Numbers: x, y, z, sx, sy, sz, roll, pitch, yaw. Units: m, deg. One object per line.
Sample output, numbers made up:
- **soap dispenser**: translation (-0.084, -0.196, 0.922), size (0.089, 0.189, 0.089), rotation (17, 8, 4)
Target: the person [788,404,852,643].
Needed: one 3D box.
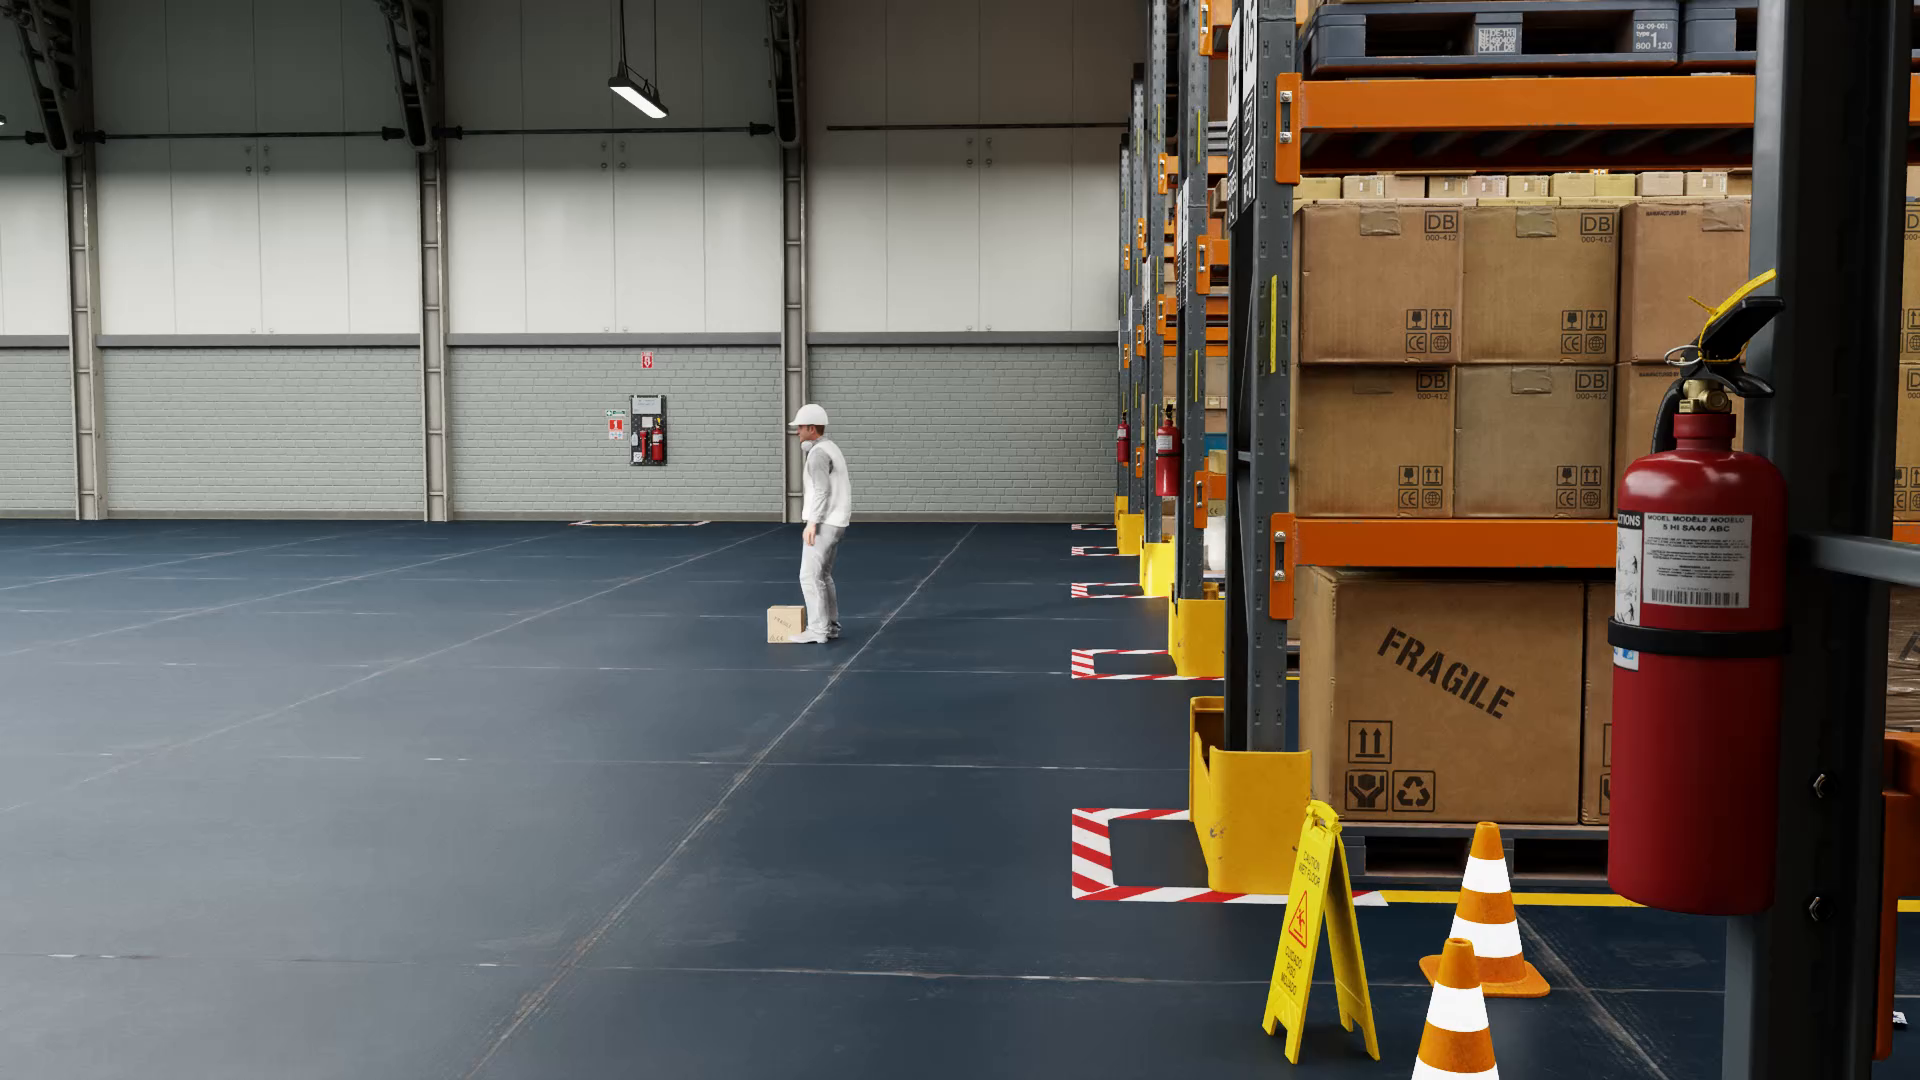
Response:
- **person**: translation (-1.043, -0.125, 12.445), size (0.463, 1.769, 0.581), rotation (0, 4, 4)
